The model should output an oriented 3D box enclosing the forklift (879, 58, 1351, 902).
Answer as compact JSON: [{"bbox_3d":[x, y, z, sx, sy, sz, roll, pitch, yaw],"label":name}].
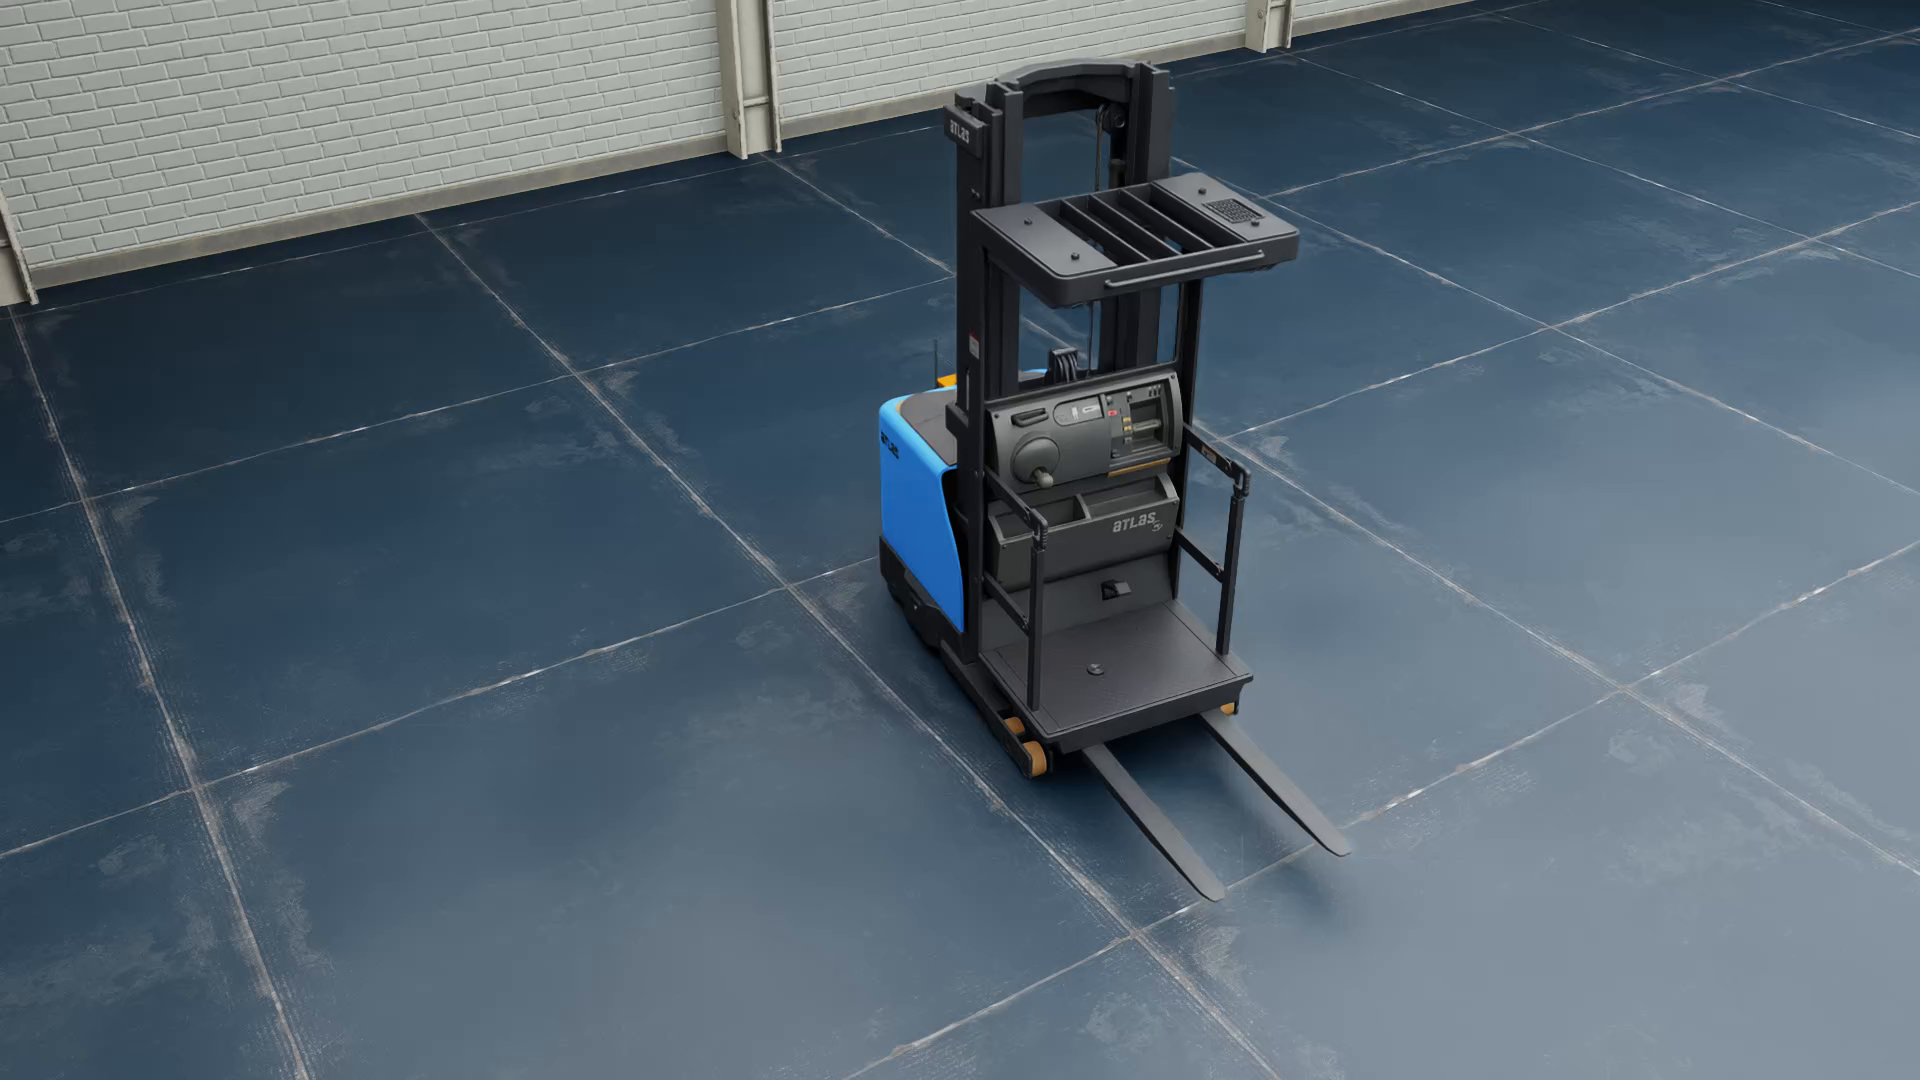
[{"bbox_3d":[0.659,-0.429,7.183,1.130,2.935,3.031,-14,35,-21],"label":"forklift"}]

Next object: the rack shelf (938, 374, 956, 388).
[{"bbox_3d":[0.009,-0.783,8.775,0.180,0.103,0.258,-18,36,-26],"label":"rack shelf"}]

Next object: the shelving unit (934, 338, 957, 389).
[{"bbox_3d":[0.010,-0.516,8.943,0.189,1.200,0.258,-18,36,-26],"label":"shelving unit"}]

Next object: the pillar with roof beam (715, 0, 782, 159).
[{"bbox_3d":[0.511,-5.324,9.255,0.400,9.000,9.100,-19,37,-27],"label":"pillar with roof beam"}]

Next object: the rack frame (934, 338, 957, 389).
[{"bbox_3d":[-0.068,-0.491,8.904,0.006,1.200,0.240,-18,36,-26],"label":"rack frame"}]

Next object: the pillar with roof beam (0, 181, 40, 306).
[{"bbox_3d":[-4.532,-3.590,6.506,0.400,9.000,9.100,-19,37,-27],"label":"pillar with roof beam"}]

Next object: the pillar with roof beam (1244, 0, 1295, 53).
[{"bbox_3d":[5.554,-7.058,12.005,0.400,9.000,9.100,-19,37,-27],"label":"pillar with roof beam"}]
